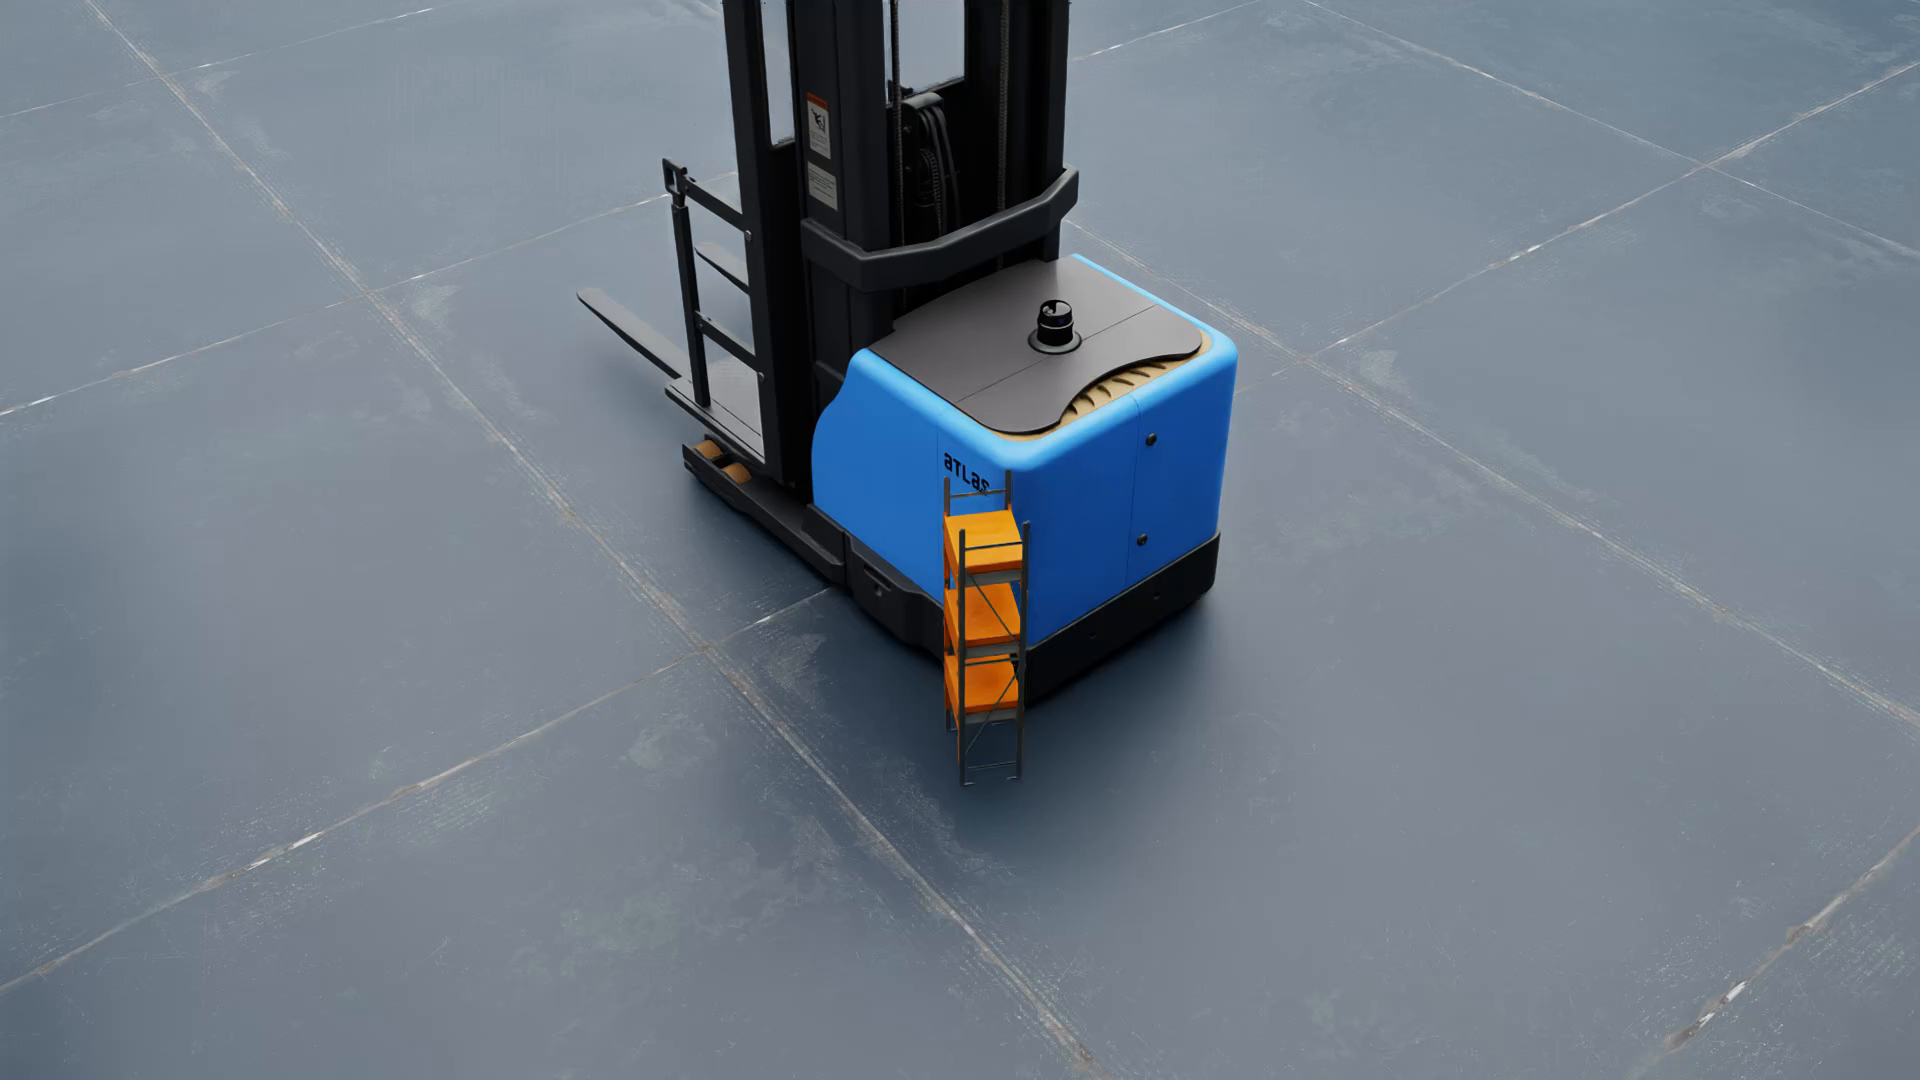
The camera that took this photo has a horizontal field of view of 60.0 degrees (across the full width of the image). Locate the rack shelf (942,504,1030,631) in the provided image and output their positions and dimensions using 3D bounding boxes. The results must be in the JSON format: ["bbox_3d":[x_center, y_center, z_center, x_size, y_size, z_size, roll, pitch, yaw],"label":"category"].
[{"bbox_3d":[0.074,0.079,4.895,0.215,0.259,0.240,-7,40,-8],"label":"rack shelf"}]

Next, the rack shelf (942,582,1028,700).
[{"bbox_3d":[0.074,0.298,5.075,0.215,0.259,0.240,-7,40,-8],"label":"rack shelf"}]

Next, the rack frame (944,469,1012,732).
[{"bbox_3d":[0.051,0.214,5.161,0.200,1.050,0.008,-7,40,-8],"label":"rack frame"}]

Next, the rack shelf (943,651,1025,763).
[{"bbox_3d":[0.073,0.513,5.251,0.215,0.259,0.240,-7,40,-8],"label":"rack shelf"}]

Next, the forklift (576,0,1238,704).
[{"bbox_3d":[-0.427,-1.449,5.705,1.130,2.935,3.031,-29,47,-30],"label":"forklift"}]

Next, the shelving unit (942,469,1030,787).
[{"bbox_3d":[0.074,0.290,5.068,0.215,1.050,0.252,-7,40,-8],"label":"shelving unit"}]

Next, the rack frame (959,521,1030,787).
[{"bbox_3d":[0.096,0.366,4.976,0.200,1.050,0.008,-7,40,-8],"label":"rack frame"}]
